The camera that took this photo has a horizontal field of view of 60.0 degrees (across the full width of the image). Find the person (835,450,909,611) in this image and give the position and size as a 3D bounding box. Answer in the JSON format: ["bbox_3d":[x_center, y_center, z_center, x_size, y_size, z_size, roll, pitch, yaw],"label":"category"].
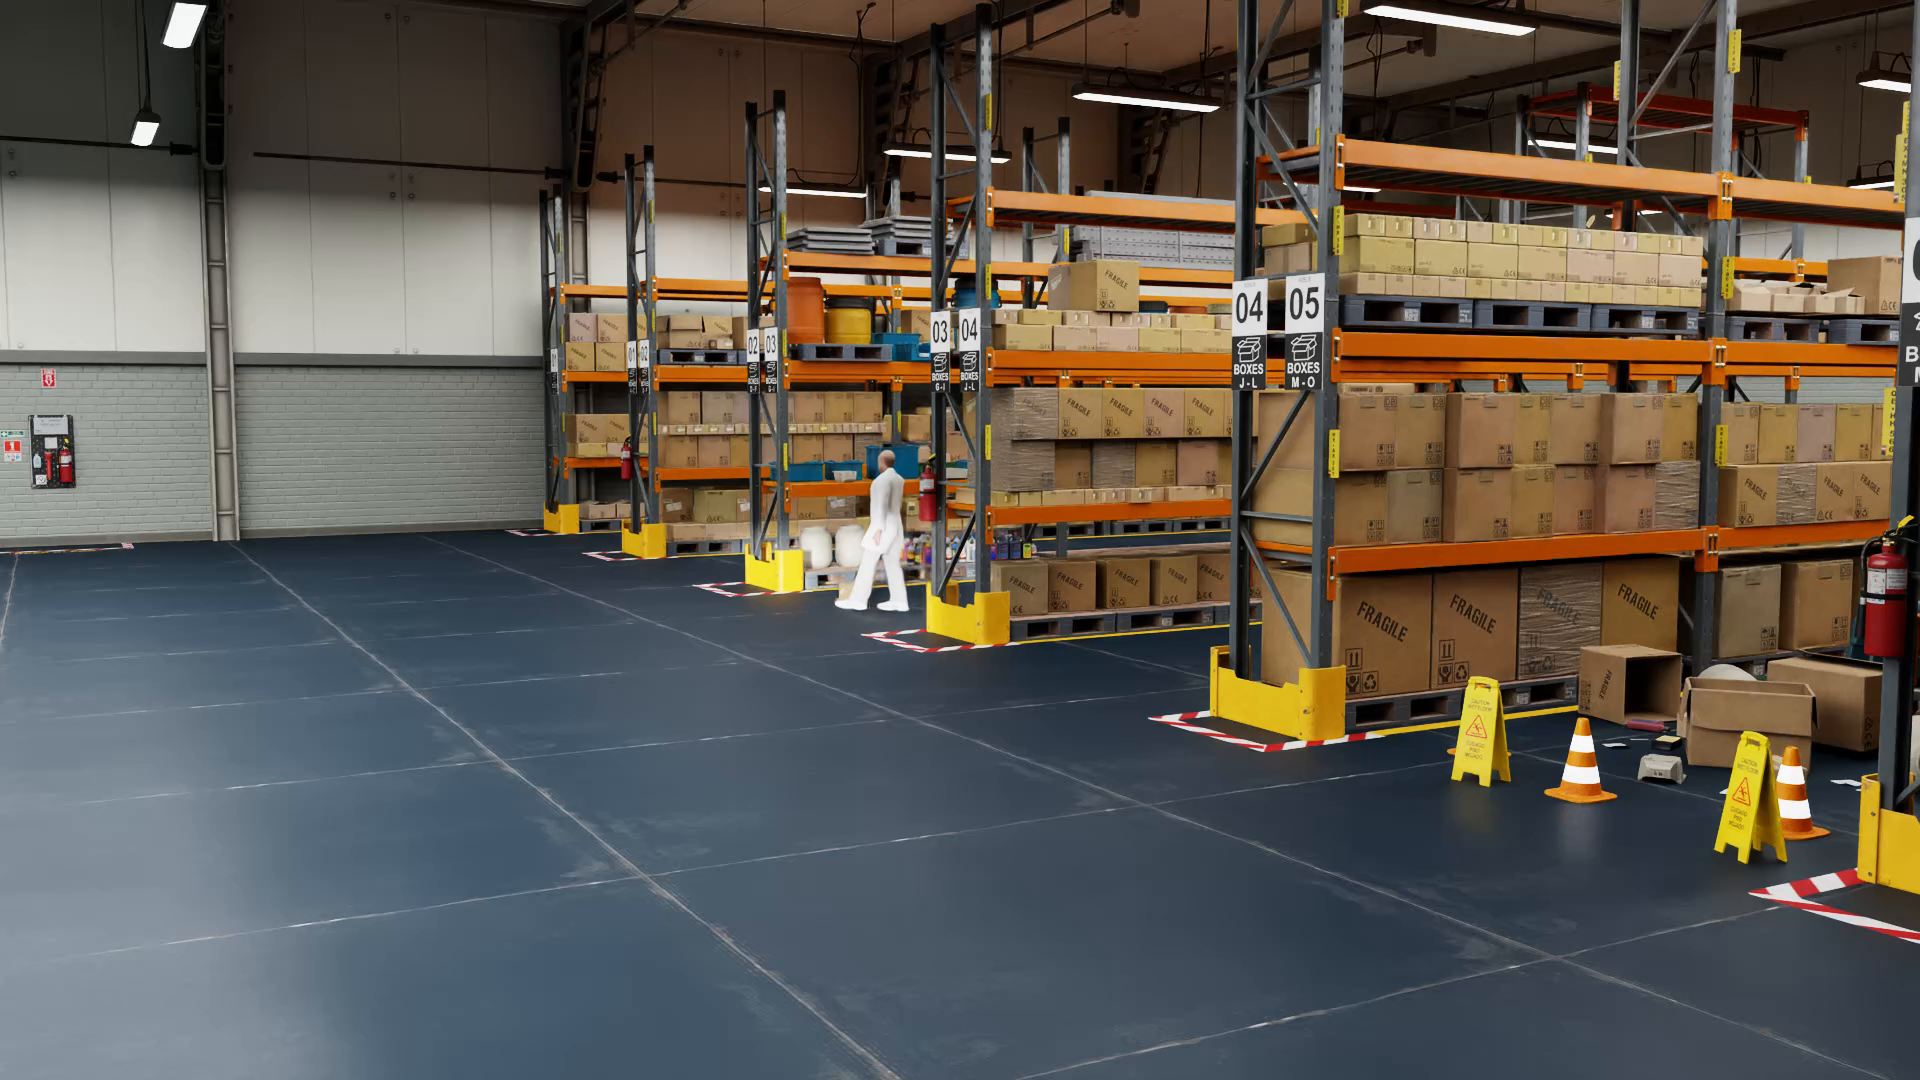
[{"bbox_3d":[-0.927,-0.110,18.284,0.777,1.762,0.635,2,5,25],"label":"person"}]
